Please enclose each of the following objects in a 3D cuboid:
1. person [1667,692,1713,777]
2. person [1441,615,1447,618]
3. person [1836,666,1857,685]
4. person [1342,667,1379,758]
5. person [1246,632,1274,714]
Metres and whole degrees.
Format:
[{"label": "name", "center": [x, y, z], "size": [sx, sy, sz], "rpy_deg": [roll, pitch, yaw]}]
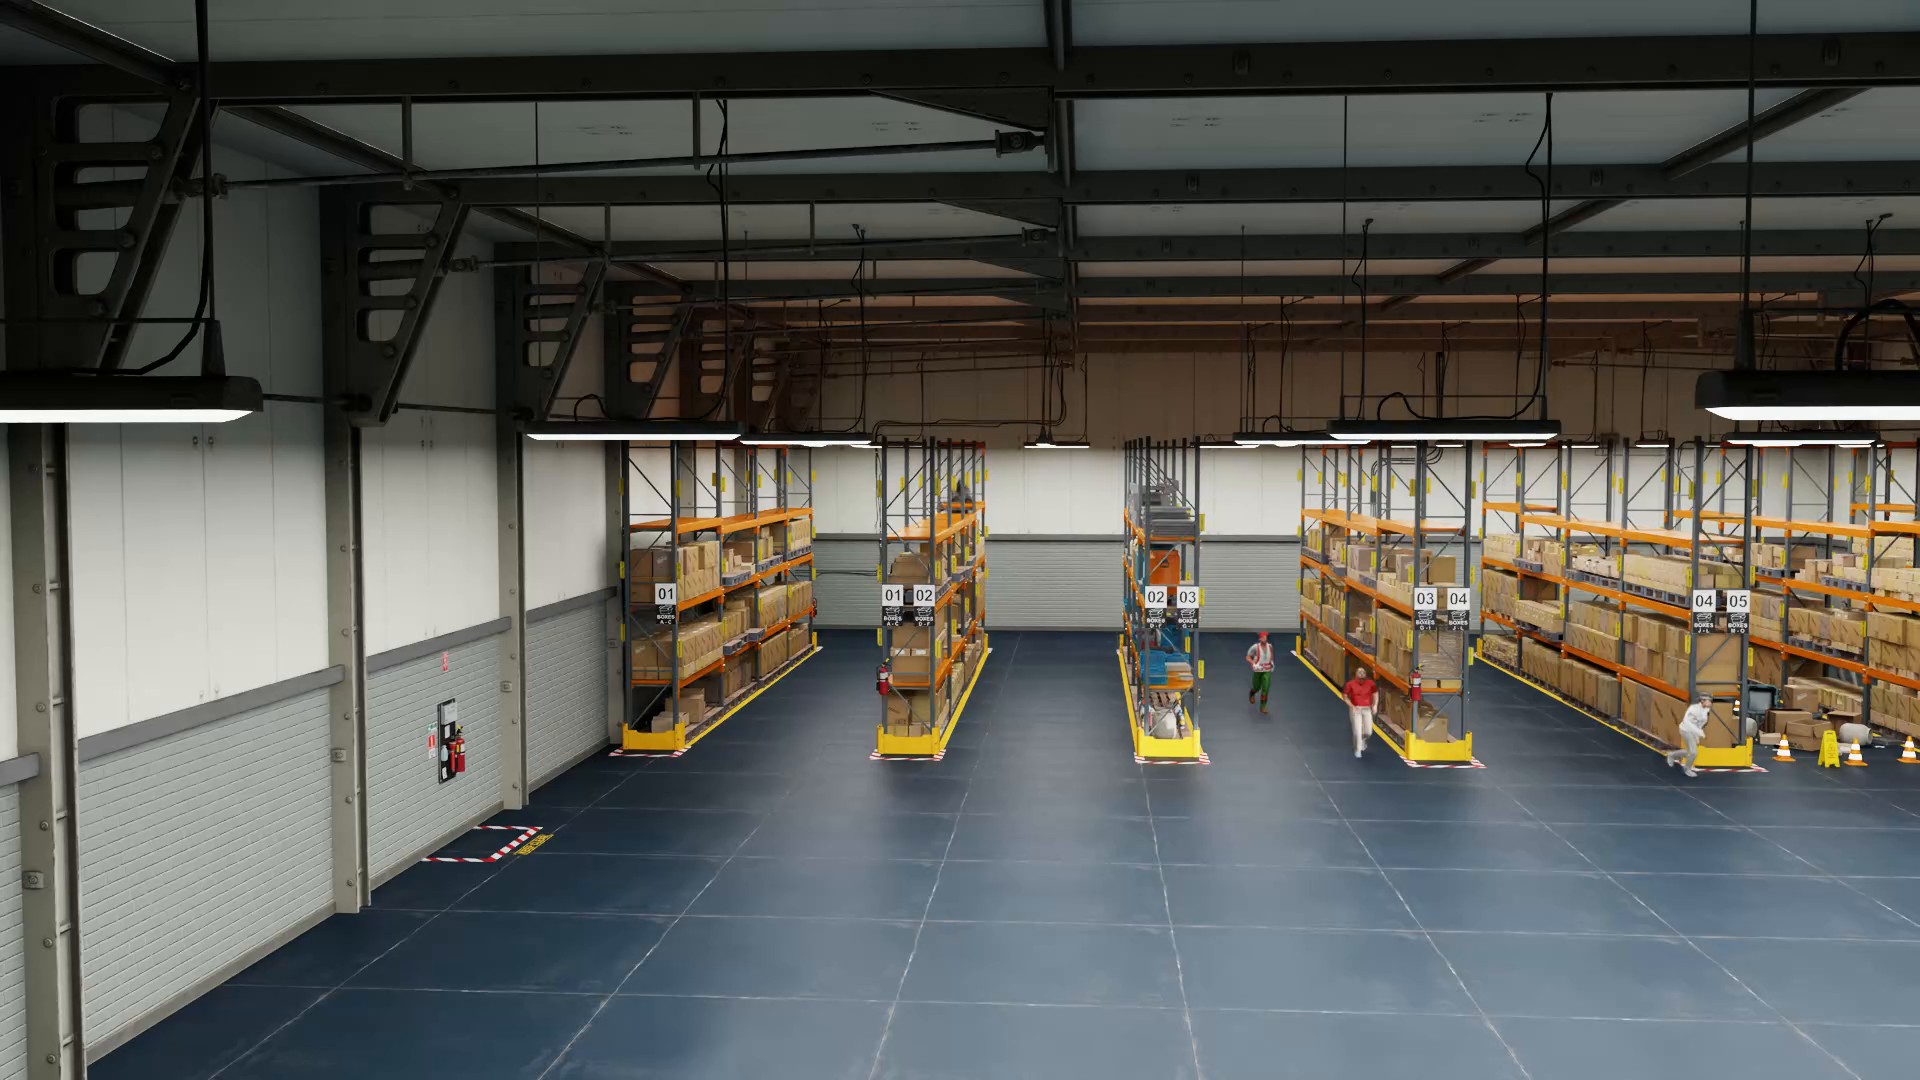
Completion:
[{"label": "person", "center": [12.907, 3.404, 29.333], "size": [0.624, 1.511, 0.809], "rpy_deg": [-2, 4, -30]}, {"label": "person", "center": [13.724, 2.428, 46.788], "size": [0.655, 1.604, 0.509], "rpy_deg": [2, 4, 33]}, {"label": "person", "center": [21.078, 2.771, 39.498], "size": [0.555, 1.745, 0.686], "rpy_deg": [0, 3, 2]}, {"label": "person", "center": [7.521, 3.231, 31.208], "size": [0.701, 1.708, 0.588], "rpy_deg": [0, 3, 0]}, {"label": "person", "center": [6.616, 2.851, 36.583], "size": [0.683, 1.704, 0.969], "rpy_deg": [-1, 3, -13]}]
